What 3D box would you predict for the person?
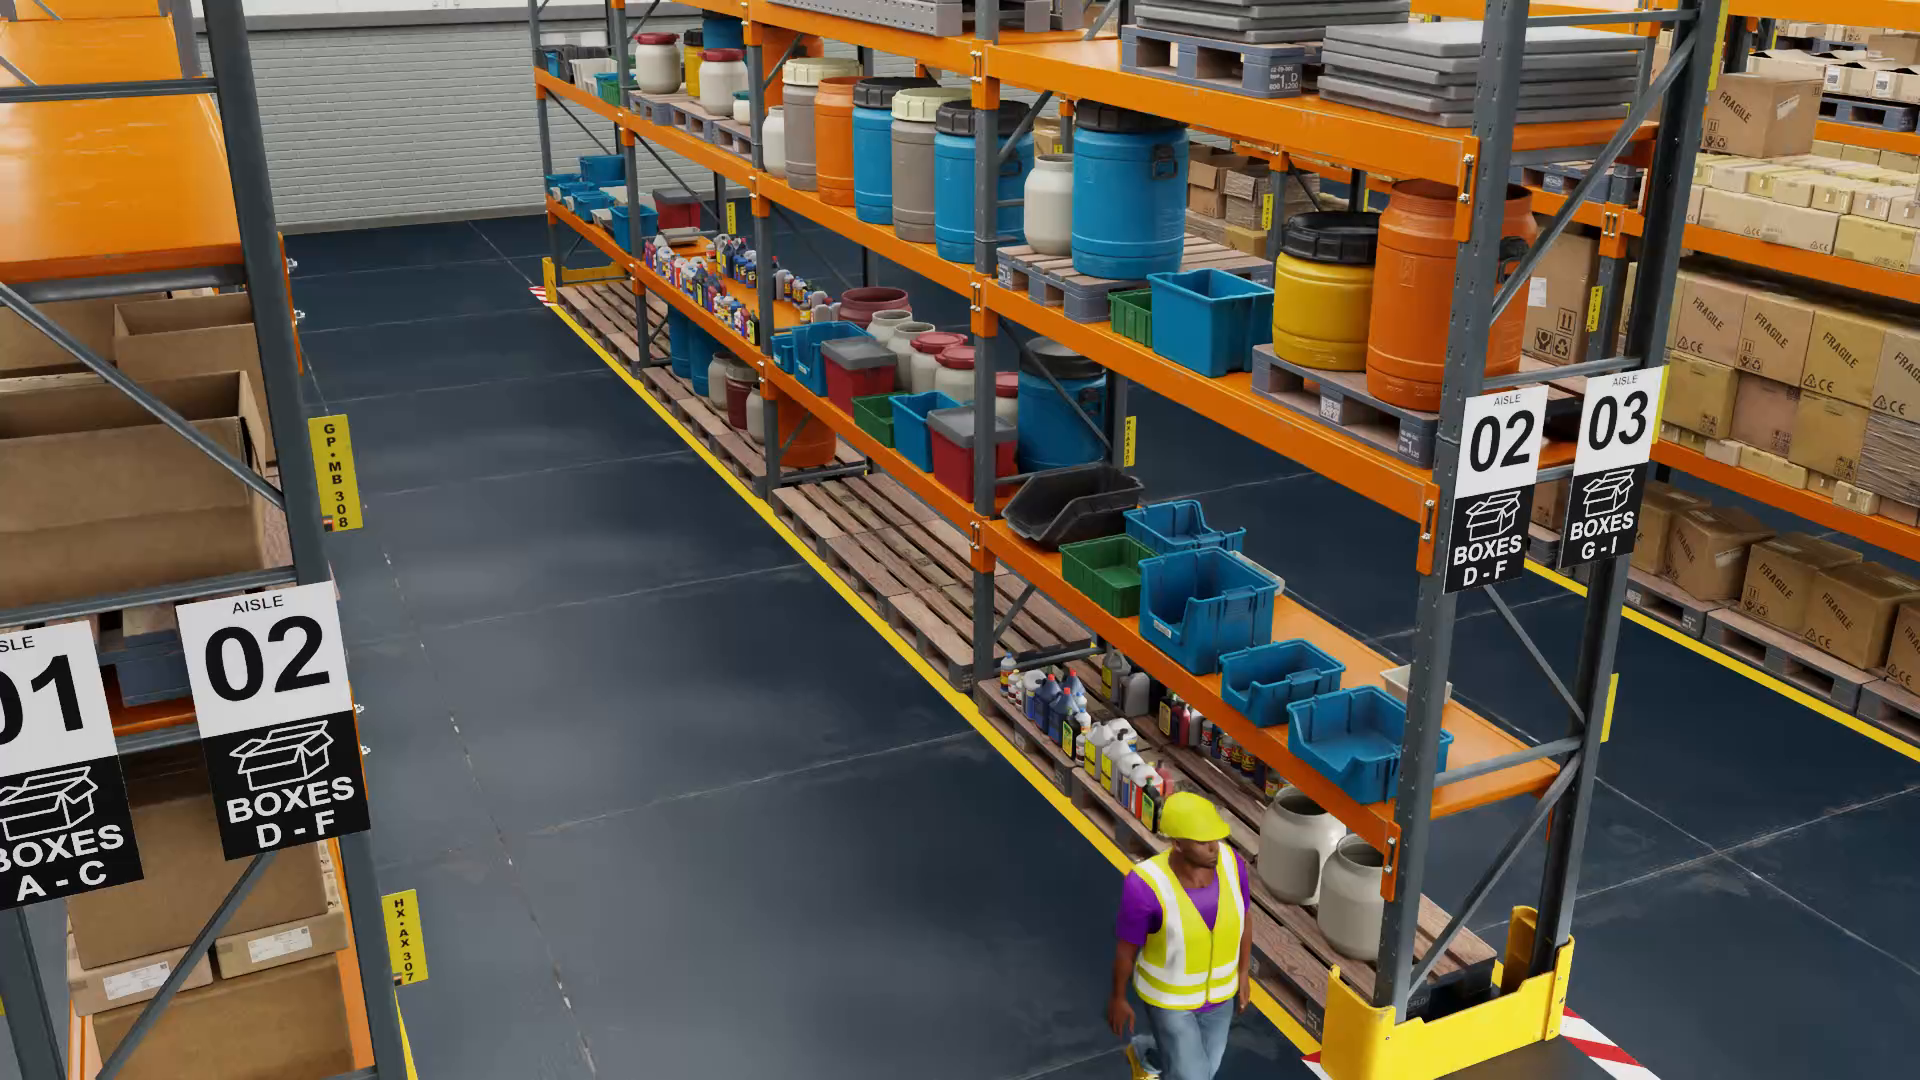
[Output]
[{"bbox_3d":[0.888,1.764,6.622,0.603,1.744,0.881,-10,24,-24],"label":"person"}]
